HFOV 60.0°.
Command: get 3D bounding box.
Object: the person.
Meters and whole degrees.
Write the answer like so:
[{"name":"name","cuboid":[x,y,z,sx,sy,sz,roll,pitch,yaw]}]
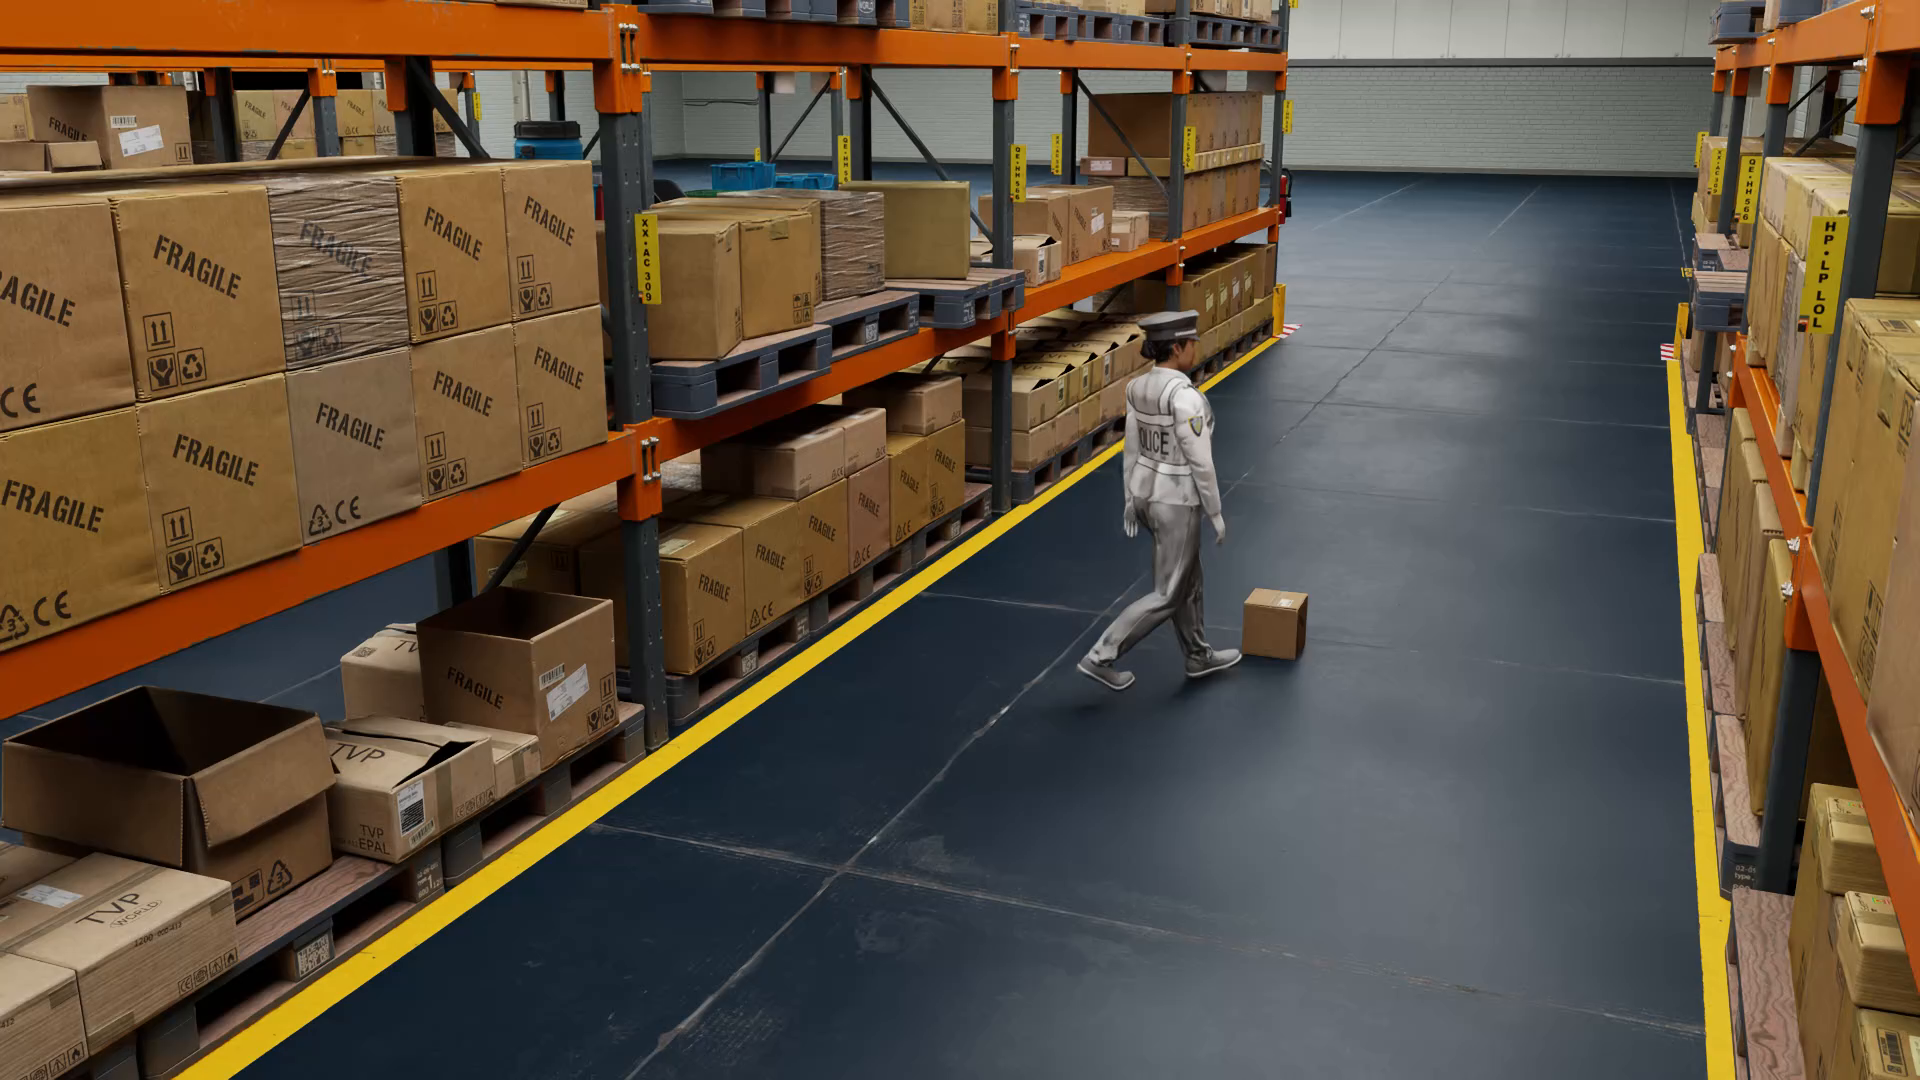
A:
[{"name":"person","cuboid":[0.872,-0.145,7.039,0.883,1.639,0.514,-6,17,-20]}]
